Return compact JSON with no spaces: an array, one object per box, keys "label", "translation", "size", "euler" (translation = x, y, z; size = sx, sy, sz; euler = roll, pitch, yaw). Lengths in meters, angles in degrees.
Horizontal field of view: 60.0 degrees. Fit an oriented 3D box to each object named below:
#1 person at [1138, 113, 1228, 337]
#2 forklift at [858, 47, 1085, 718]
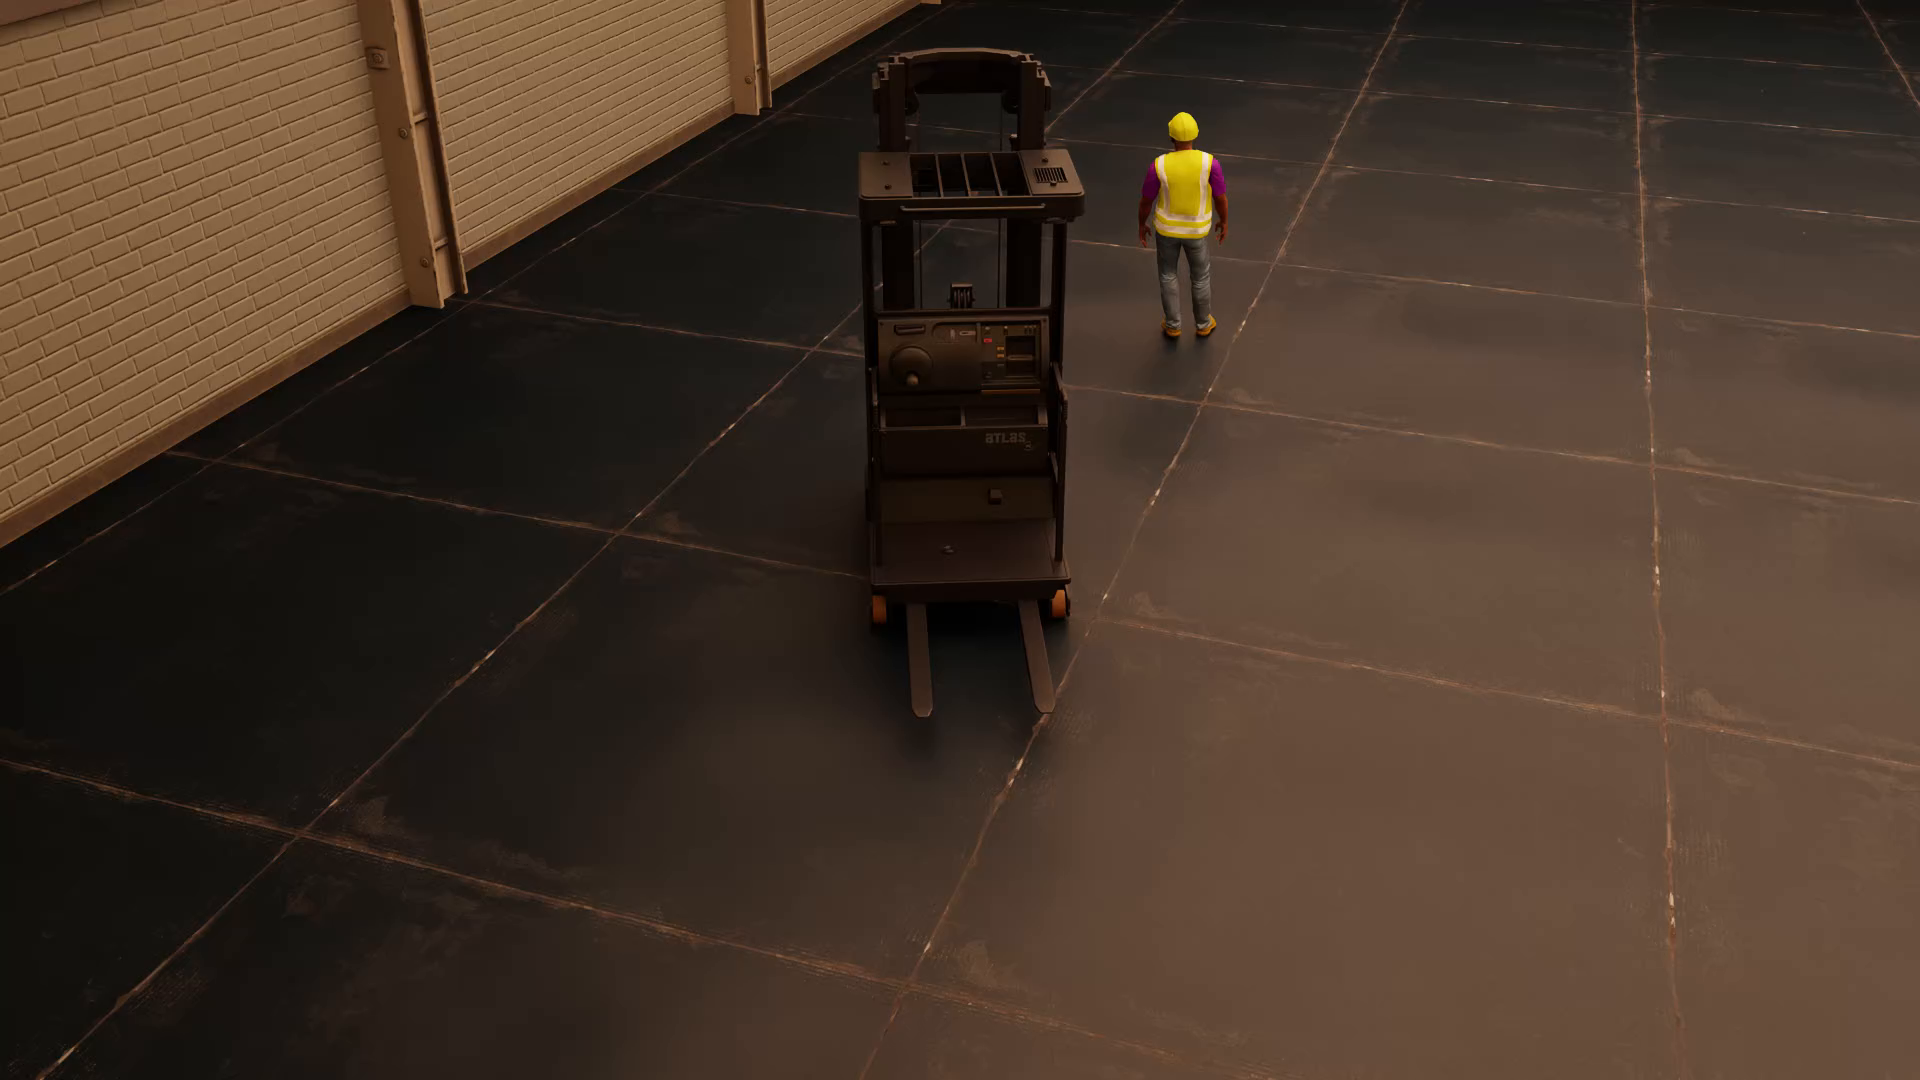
[{"label":"person","translation":[1.663,-2.354,12.430],"size":[0.666,1.762,0.591],"euler":[3,30,5]},{"label":"forklift","translation":[0.035,-0.972,8.842],"size":[1.130,2.935,3.031],"euler":[-2,30,-3]}]
